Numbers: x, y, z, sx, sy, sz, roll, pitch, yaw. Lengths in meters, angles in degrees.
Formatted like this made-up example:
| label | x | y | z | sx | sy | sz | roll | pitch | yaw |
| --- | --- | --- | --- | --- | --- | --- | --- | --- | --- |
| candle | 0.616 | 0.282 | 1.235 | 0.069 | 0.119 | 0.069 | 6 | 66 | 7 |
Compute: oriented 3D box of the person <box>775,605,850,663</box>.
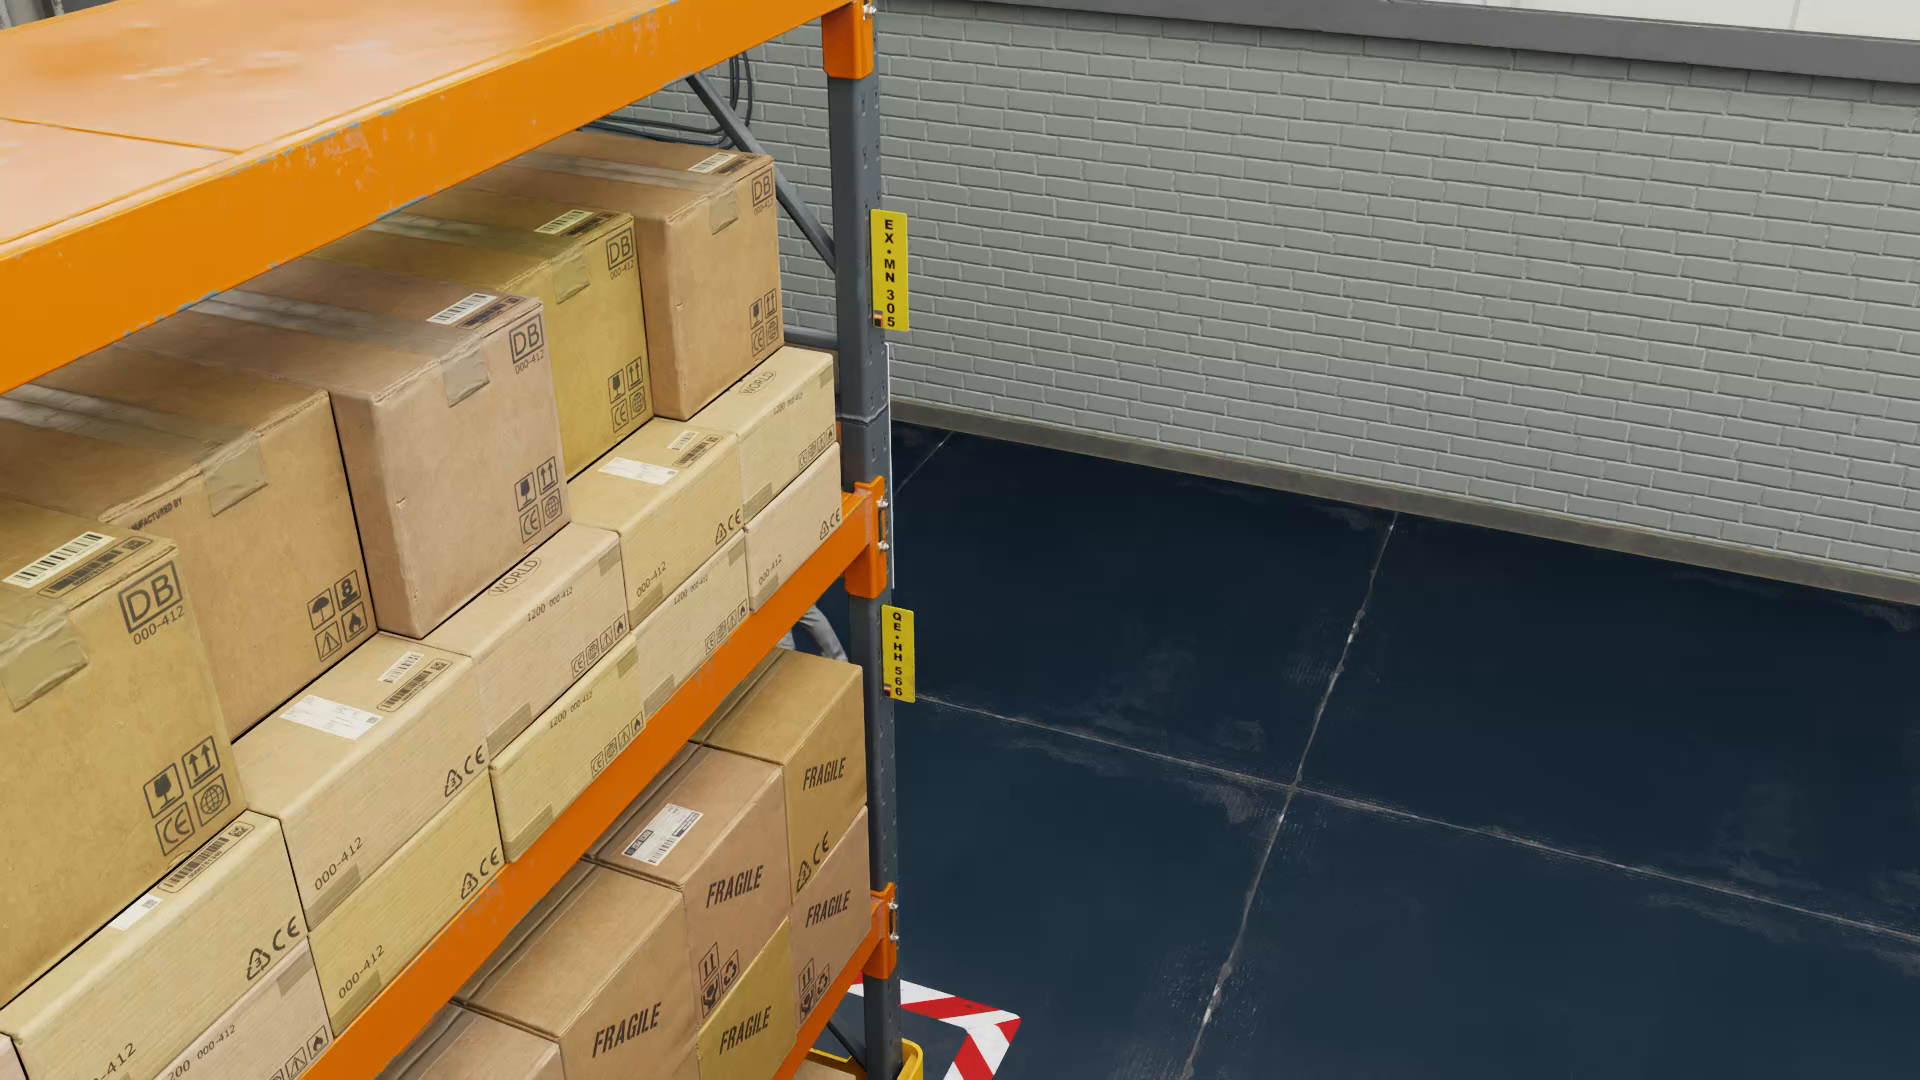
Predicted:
| label | x | y | z | sx | sy | sz | roll | pitch | yaw |
| --- | --- | --- | --- | --- | --- | --- | --- | --- | --- |
| person | -0.861 | 0.088 | 8.204 | 0.508 | 1.680 | 0.512 | 9 | 31 | 15 |
